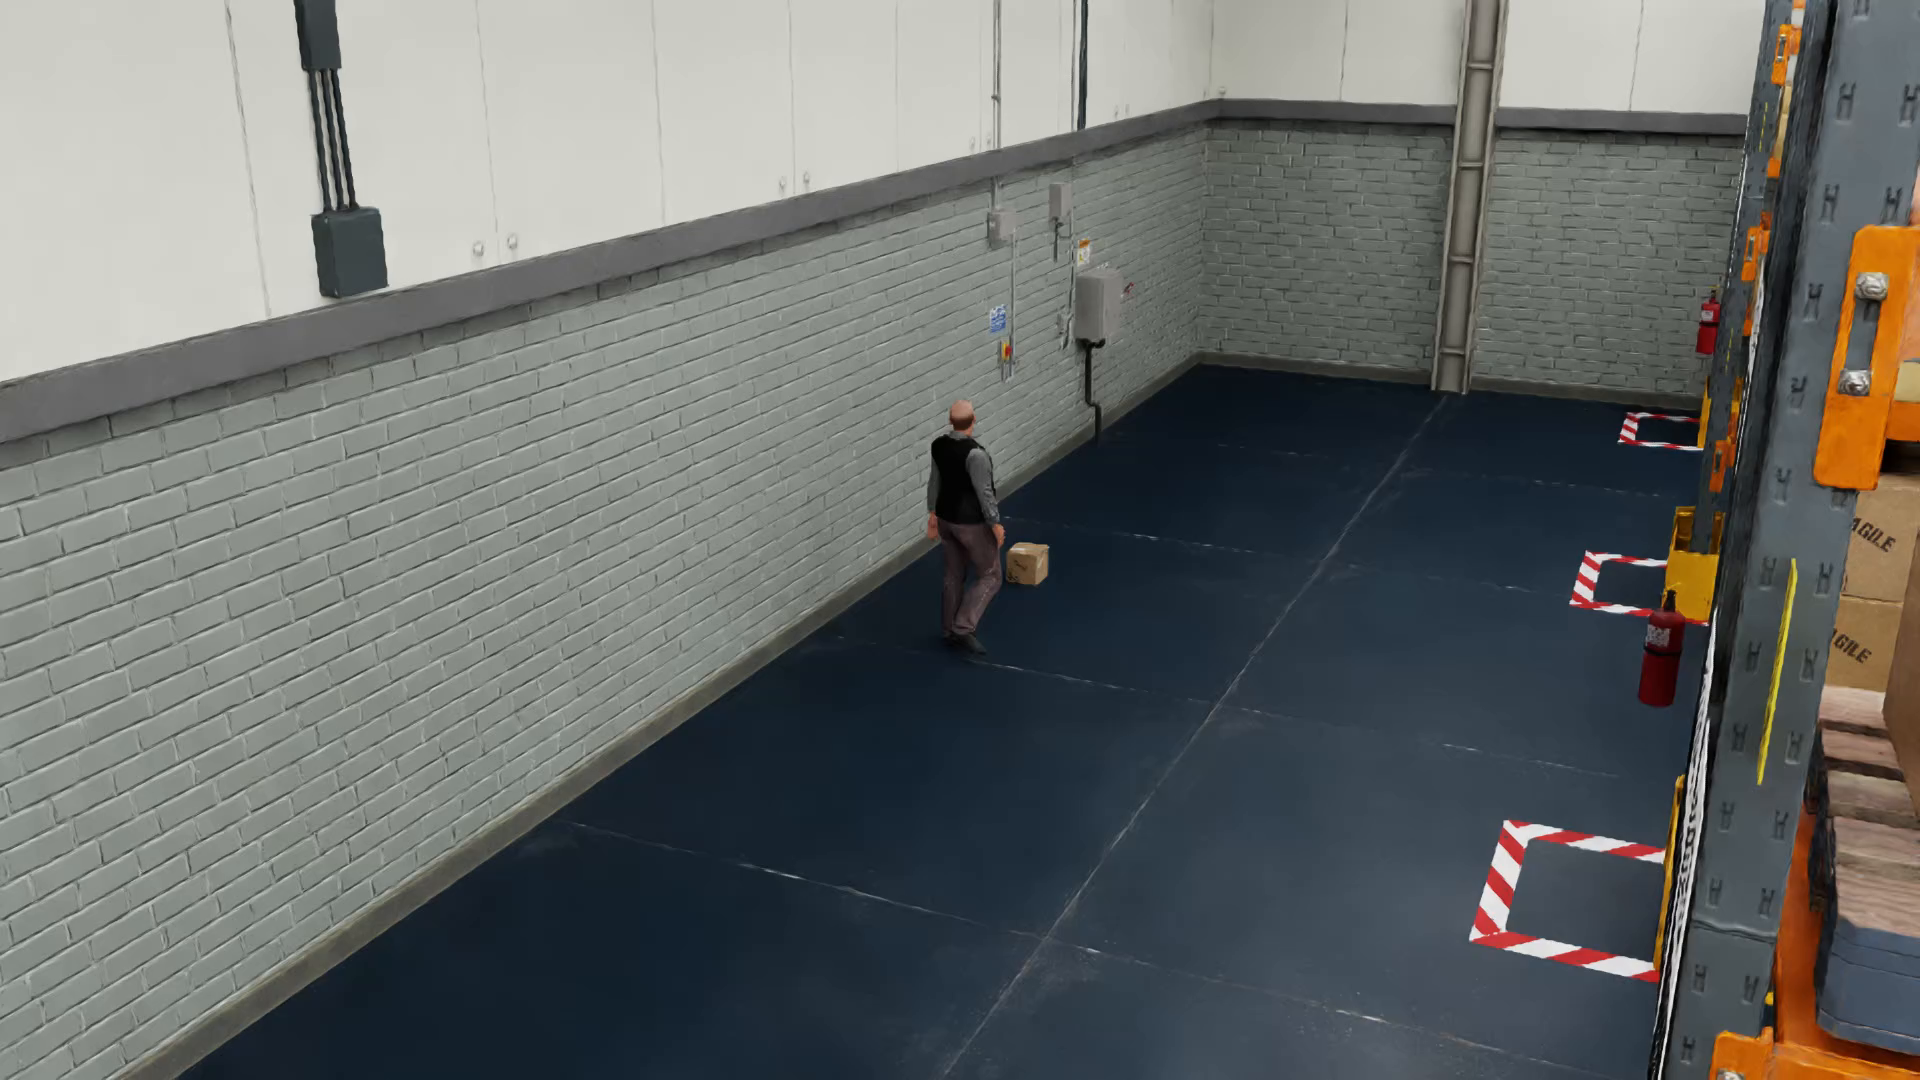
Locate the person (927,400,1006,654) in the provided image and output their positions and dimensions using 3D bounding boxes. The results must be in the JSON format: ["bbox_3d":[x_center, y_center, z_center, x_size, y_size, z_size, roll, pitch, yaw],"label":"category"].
[{"bbox_3d":[0.039,-0.095,11.329,0.457,1.714,0.703,-14,24,-36],"label":"person"}]
